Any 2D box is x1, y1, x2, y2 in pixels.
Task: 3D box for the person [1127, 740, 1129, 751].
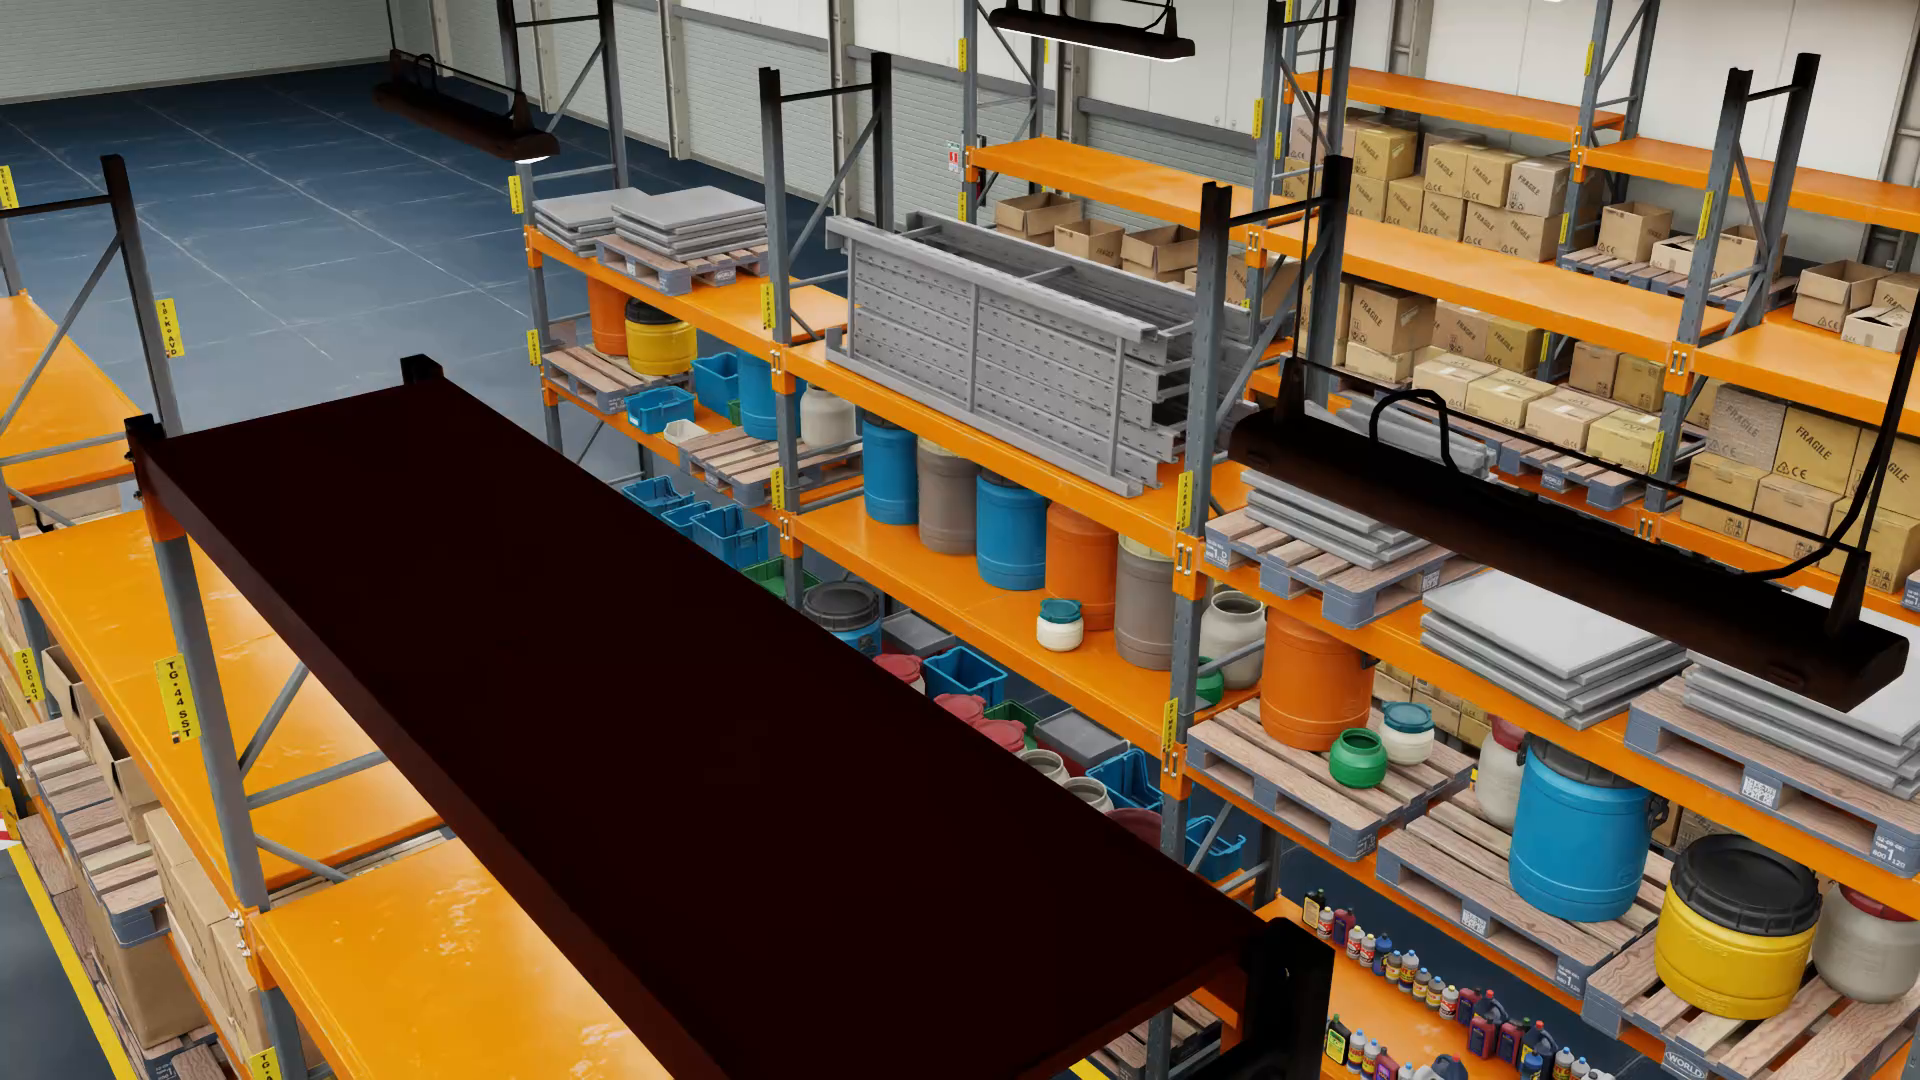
[{"bbox_3d":[1.038,1.874,12.525,0.485,1.596,1.047,-4,26,-8],"label":"person"}]
